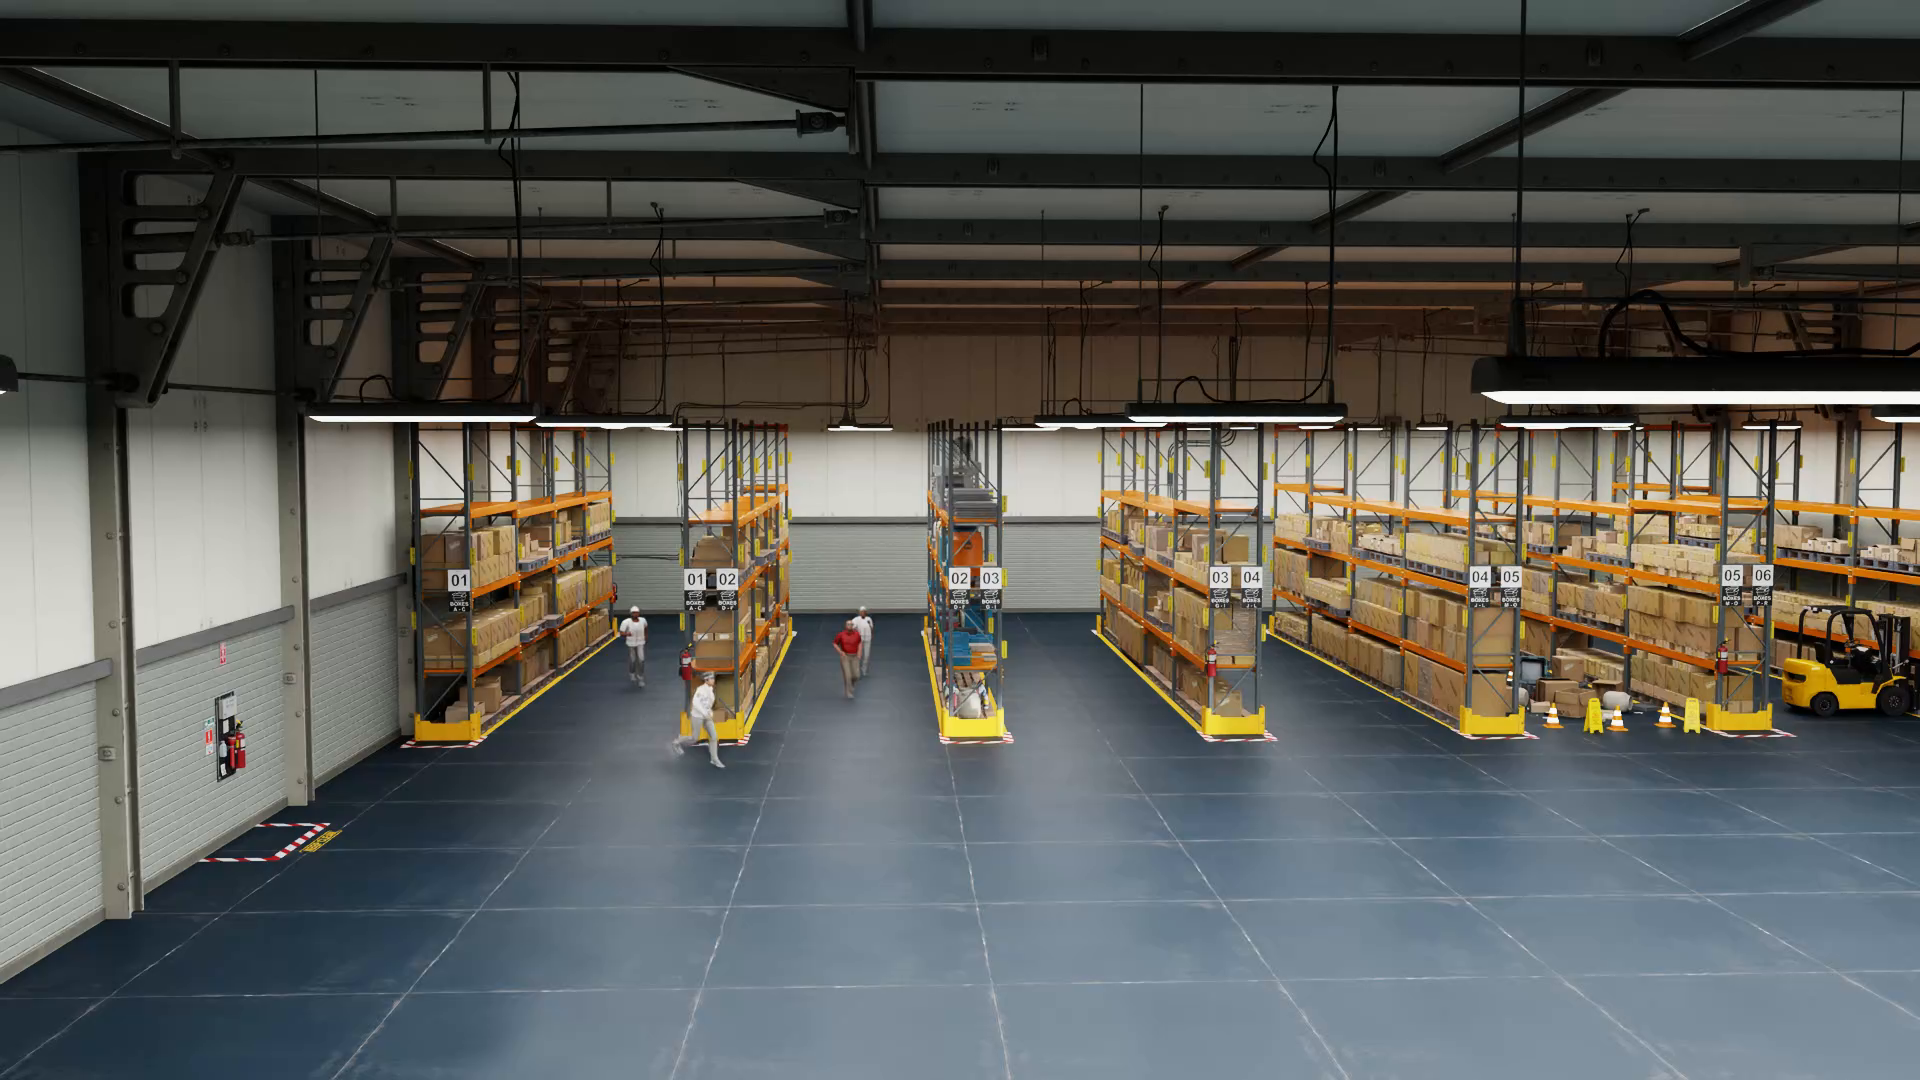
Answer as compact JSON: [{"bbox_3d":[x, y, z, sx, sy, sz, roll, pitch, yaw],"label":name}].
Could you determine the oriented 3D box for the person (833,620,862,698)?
[{"bbox_3d":[-2.412,2.574,36.043,0.667,1.692,0.578,-1,4,-17],"label":"person"}]

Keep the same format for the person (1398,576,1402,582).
[{"bbox_3d":[13.066,1.766,49.332,0.613,1.617,0.623,1,4,9],"label":"person"}]

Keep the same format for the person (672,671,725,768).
[{"bbox_3d":[-4.497,3.074,28.644,1.024,1.681,0.619,1,4,22],"label":"person"}]

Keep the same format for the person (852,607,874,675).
[{"bbox_3d":[-2.311,2.387,39.470,0.595,1.622,0.561,-1,4,-18],"label":"person"}]

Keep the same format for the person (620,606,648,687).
[{"bbox_3d":[-7.407,2.410,37.841,0.679,1.816,0.807,-1,4,-18],"label":"person"}]
